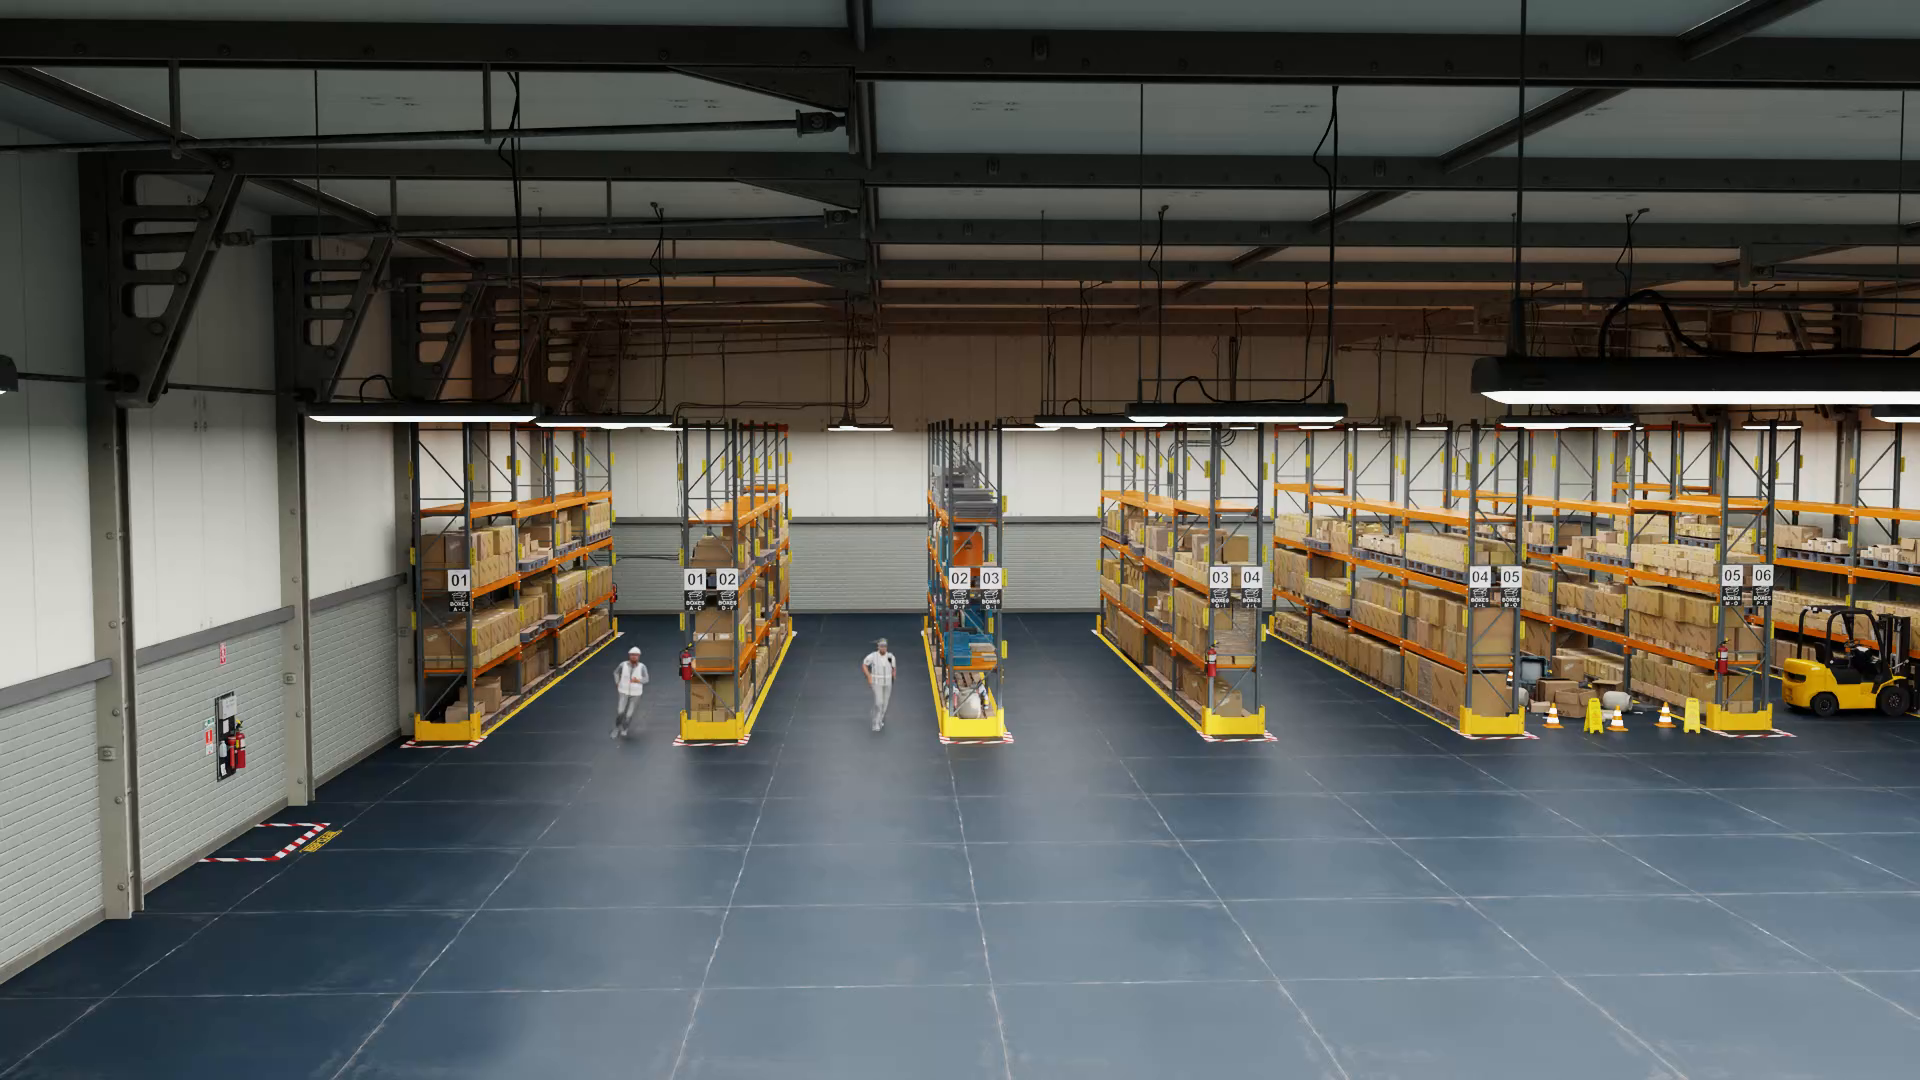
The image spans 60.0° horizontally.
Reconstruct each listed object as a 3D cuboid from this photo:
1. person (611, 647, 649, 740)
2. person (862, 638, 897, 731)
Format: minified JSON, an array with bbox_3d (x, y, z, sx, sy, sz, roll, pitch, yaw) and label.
[{"bbox_3d":[-6.201,2.864,31.197,0.715,1.732,0.668,-1,4,-11],"label":"person"},{"bbox_3d":[-1.510,2.803,32.127,0.638,1.827,0.732,-2,4,-22],"label":"person"}]
